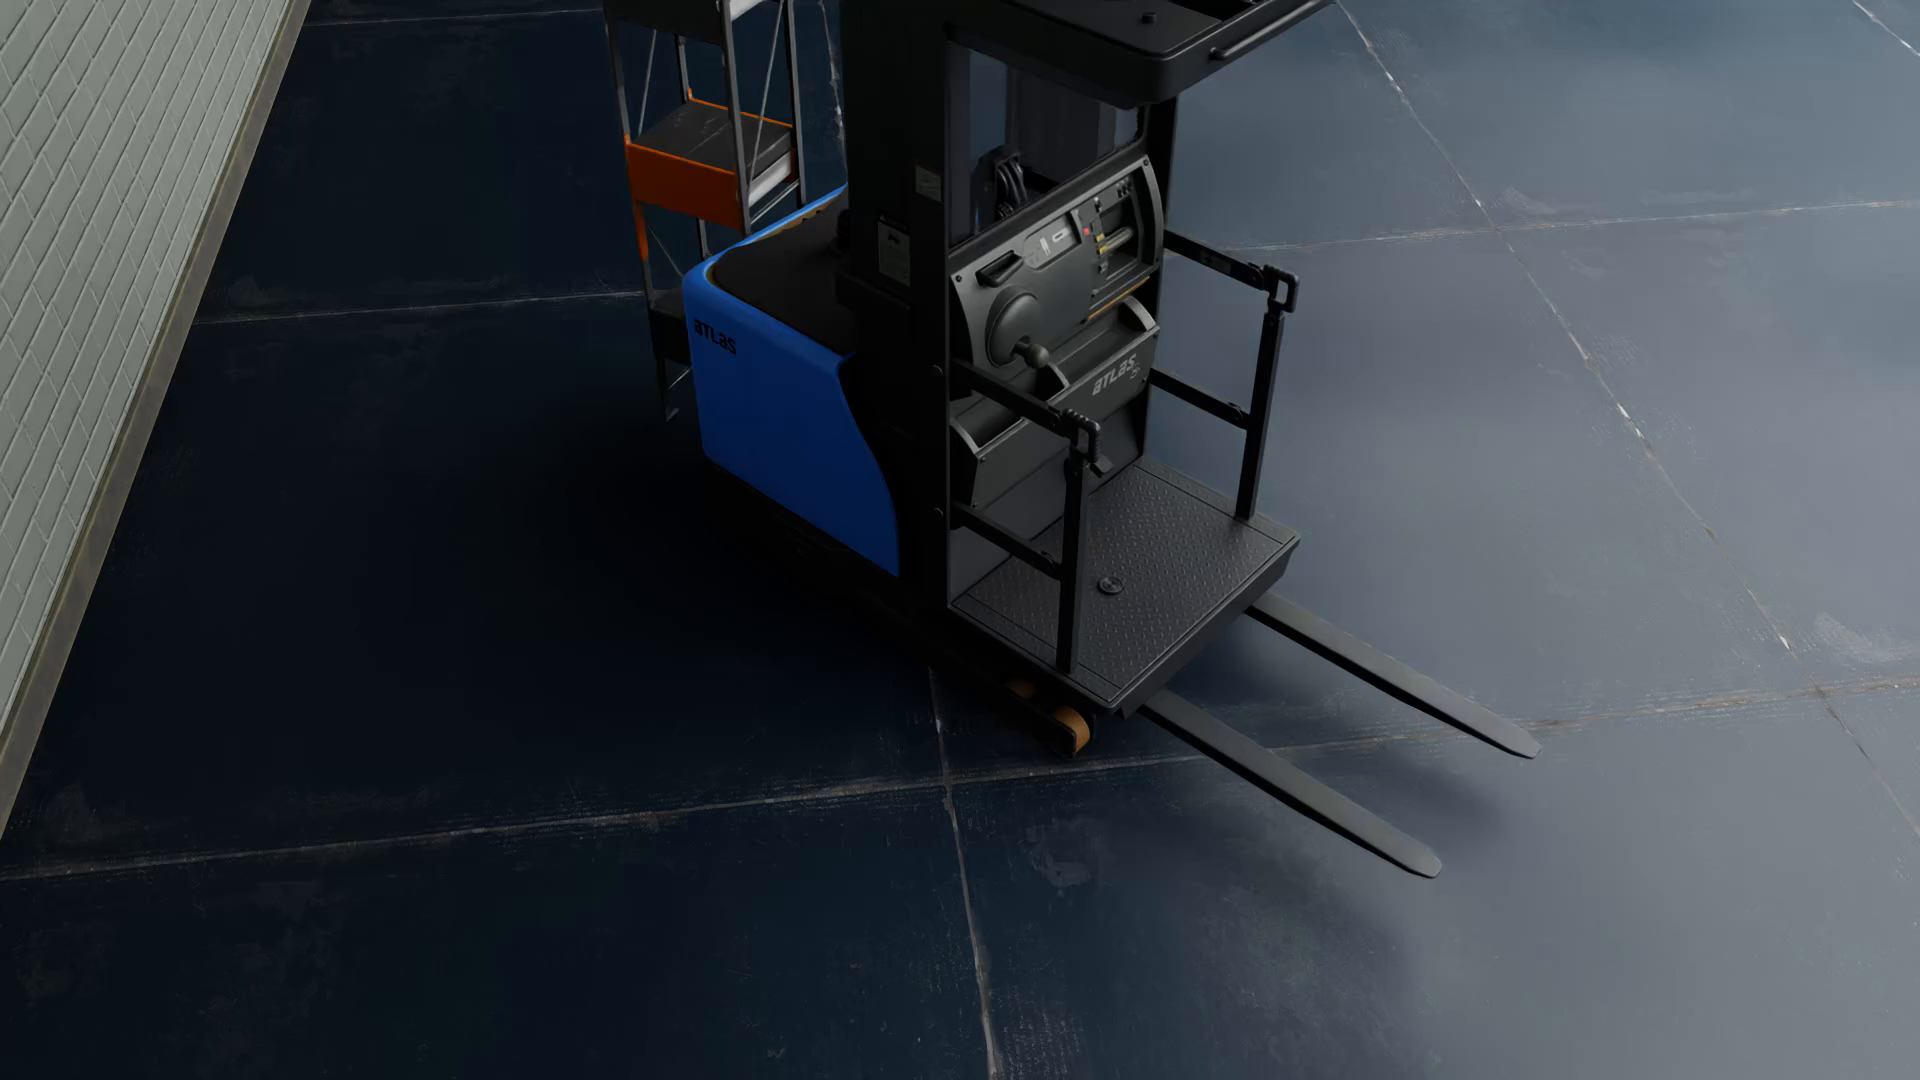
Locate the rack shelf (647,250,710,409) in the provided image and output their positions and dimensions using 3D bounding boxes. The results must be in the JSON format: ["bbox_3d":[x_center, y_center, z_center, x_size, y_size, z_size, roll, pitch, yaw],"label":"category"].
[{"bbox_3d":[-0.893,-0.771,6.601,0.480,0.518,0.431,20,46,20],"label":"rack shelf"}]

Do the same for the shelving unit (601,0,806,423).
[{"bbox_3d":[-0.891,-1.300,6.123,0.503,2.100,0.431,20,46,20],"label":"shelving unit"}]

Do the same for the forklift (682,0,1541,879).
[{"bbox_3d":[0.467,-0.781,4.927,3.031,2.935,1.130,31,50,30],"label":"forklift"}]

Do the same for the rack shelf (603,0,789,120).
[{"bbox_3d":[-0.890,-1.809,5.662,0.480,0.518,0.431,20,46,20],"label":"rack shelf"}]

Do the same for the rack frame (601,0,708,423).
[{"bbox_3d":[-1.107,-1.377,6.207,0.015,2.100,0.400,20,46,20],"label":"rack frame"}]

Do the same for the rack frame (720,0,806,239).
[{"bbox_3d":[-0.676,-1.223,6.038,0.015,2.100,0.400,20,46,20],"label":"rack frame"}]

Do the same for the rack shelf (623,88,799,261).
[{"bbox_3d":[-0.891,-1.290,6.132,0.480,0.518,0.431,20,46,20],"label":"rack shelf"}]
